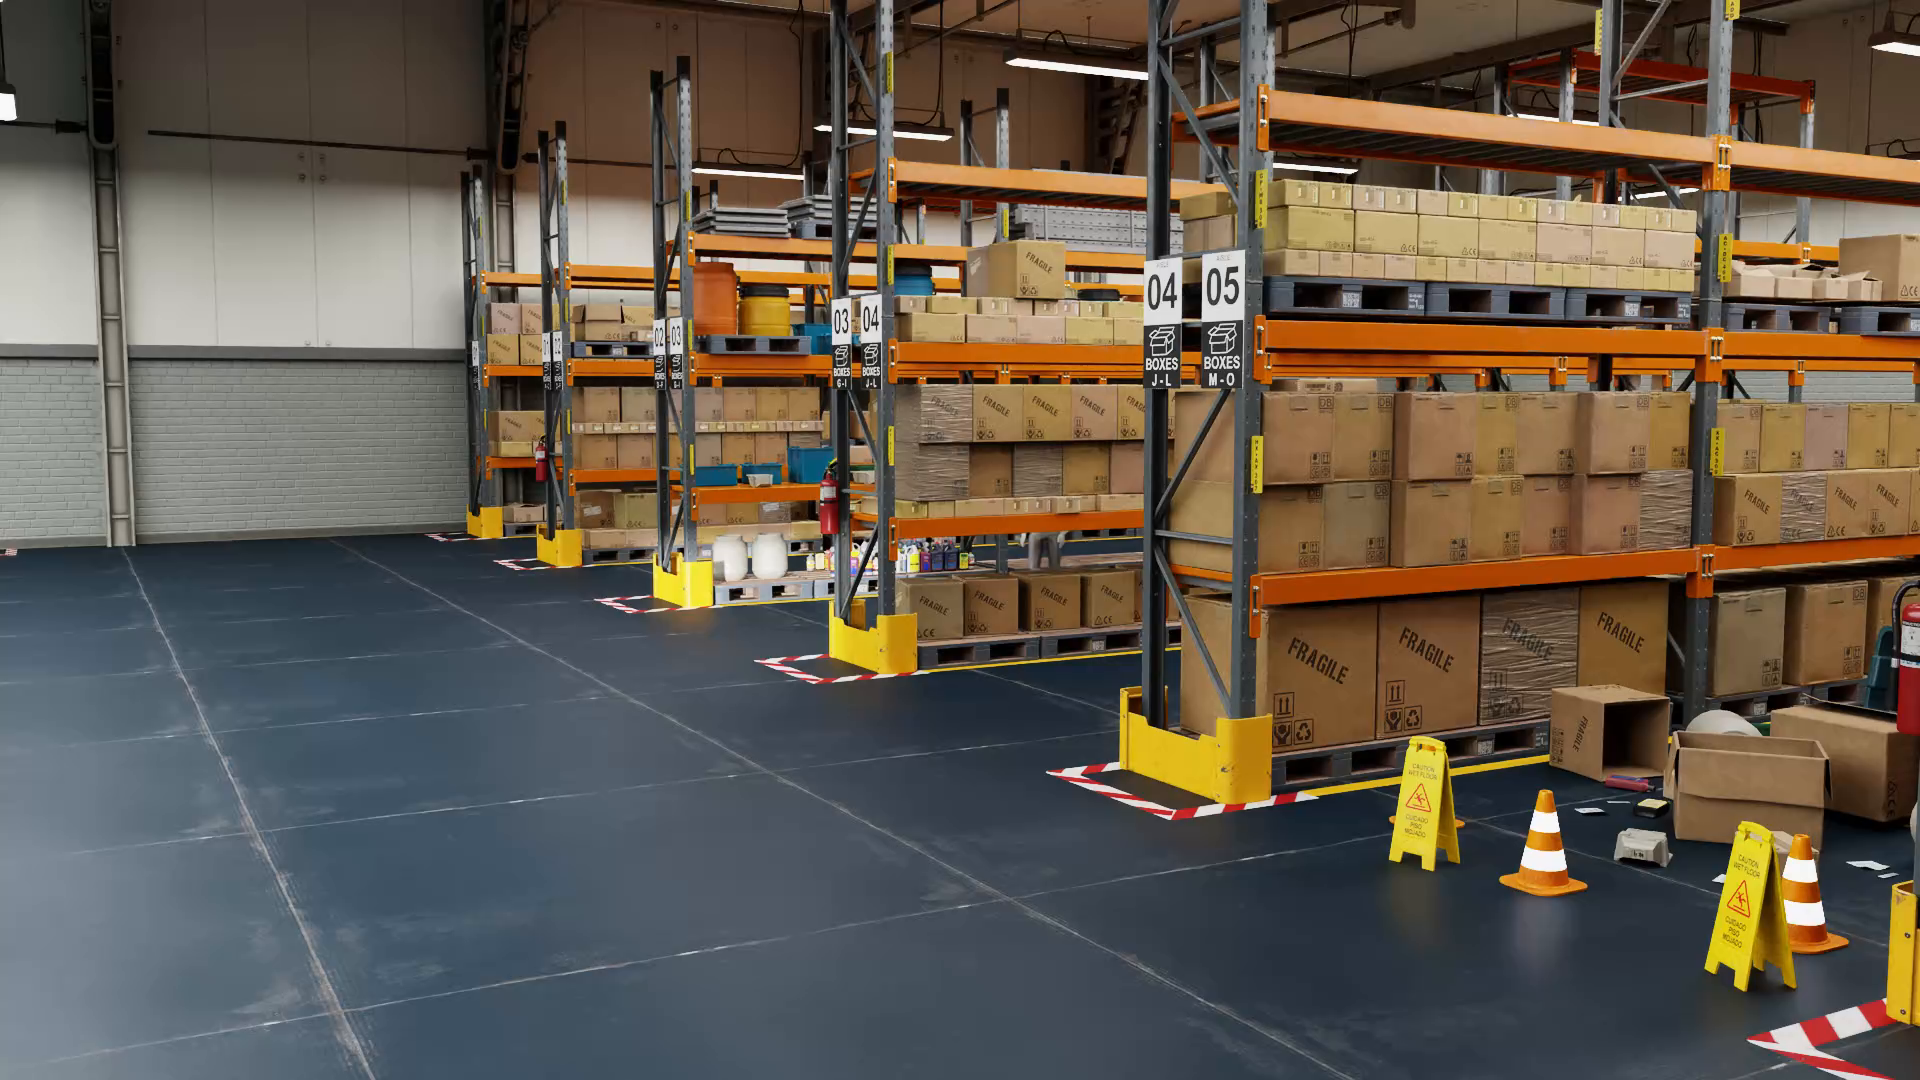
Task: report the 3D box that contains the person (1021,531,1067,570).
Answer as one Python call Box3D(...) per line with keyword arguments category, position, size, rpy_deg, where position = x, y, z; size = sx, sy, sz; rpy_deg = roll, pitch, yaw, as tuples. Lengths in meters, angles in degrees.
Box3D(category="person", position=(0.920, -0.069, 18.032), size=(0.529, 1.656, 0.580), rpy_deg=(1, 5, 7))
